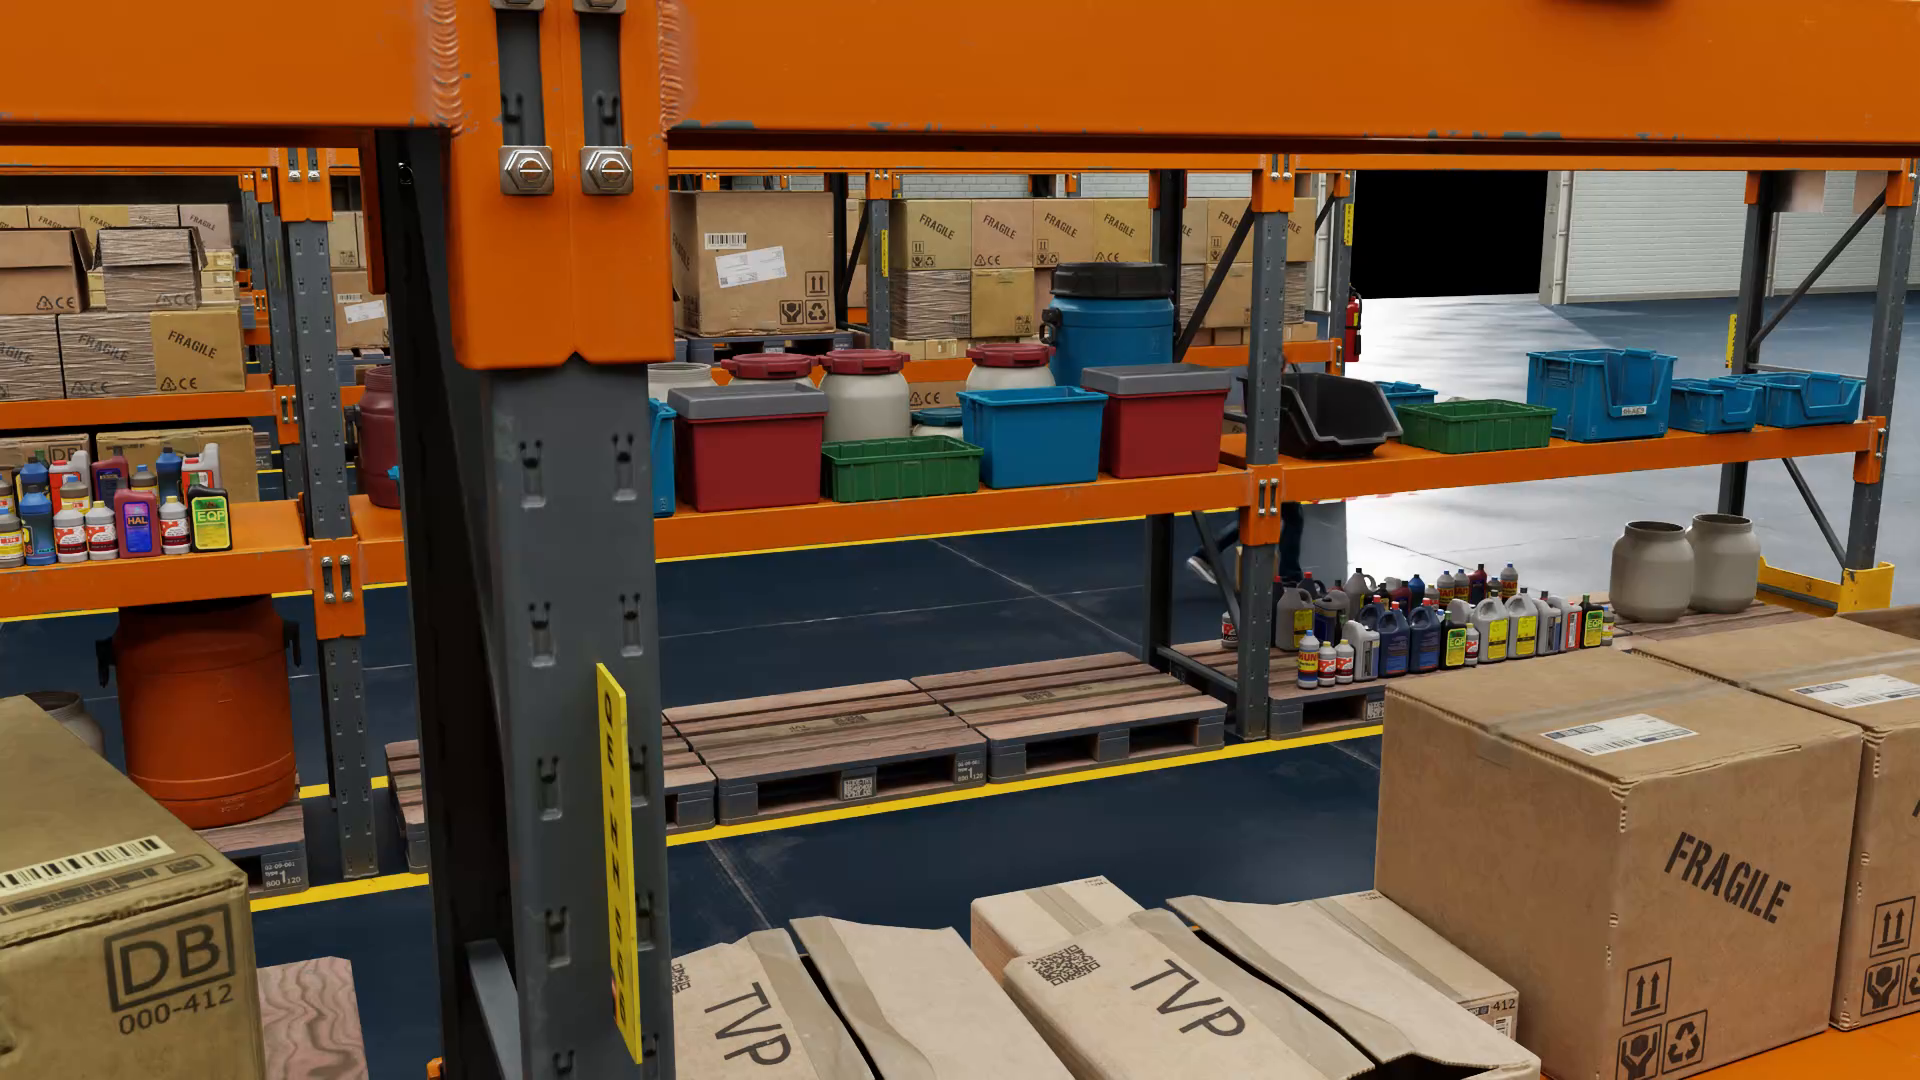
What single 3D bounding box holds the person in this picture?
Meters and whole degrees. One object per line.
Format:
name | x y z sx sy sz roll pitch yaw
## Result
person | 1.863 -0.421 10.366 0.862 1.560 0.426 -4 13 -16
